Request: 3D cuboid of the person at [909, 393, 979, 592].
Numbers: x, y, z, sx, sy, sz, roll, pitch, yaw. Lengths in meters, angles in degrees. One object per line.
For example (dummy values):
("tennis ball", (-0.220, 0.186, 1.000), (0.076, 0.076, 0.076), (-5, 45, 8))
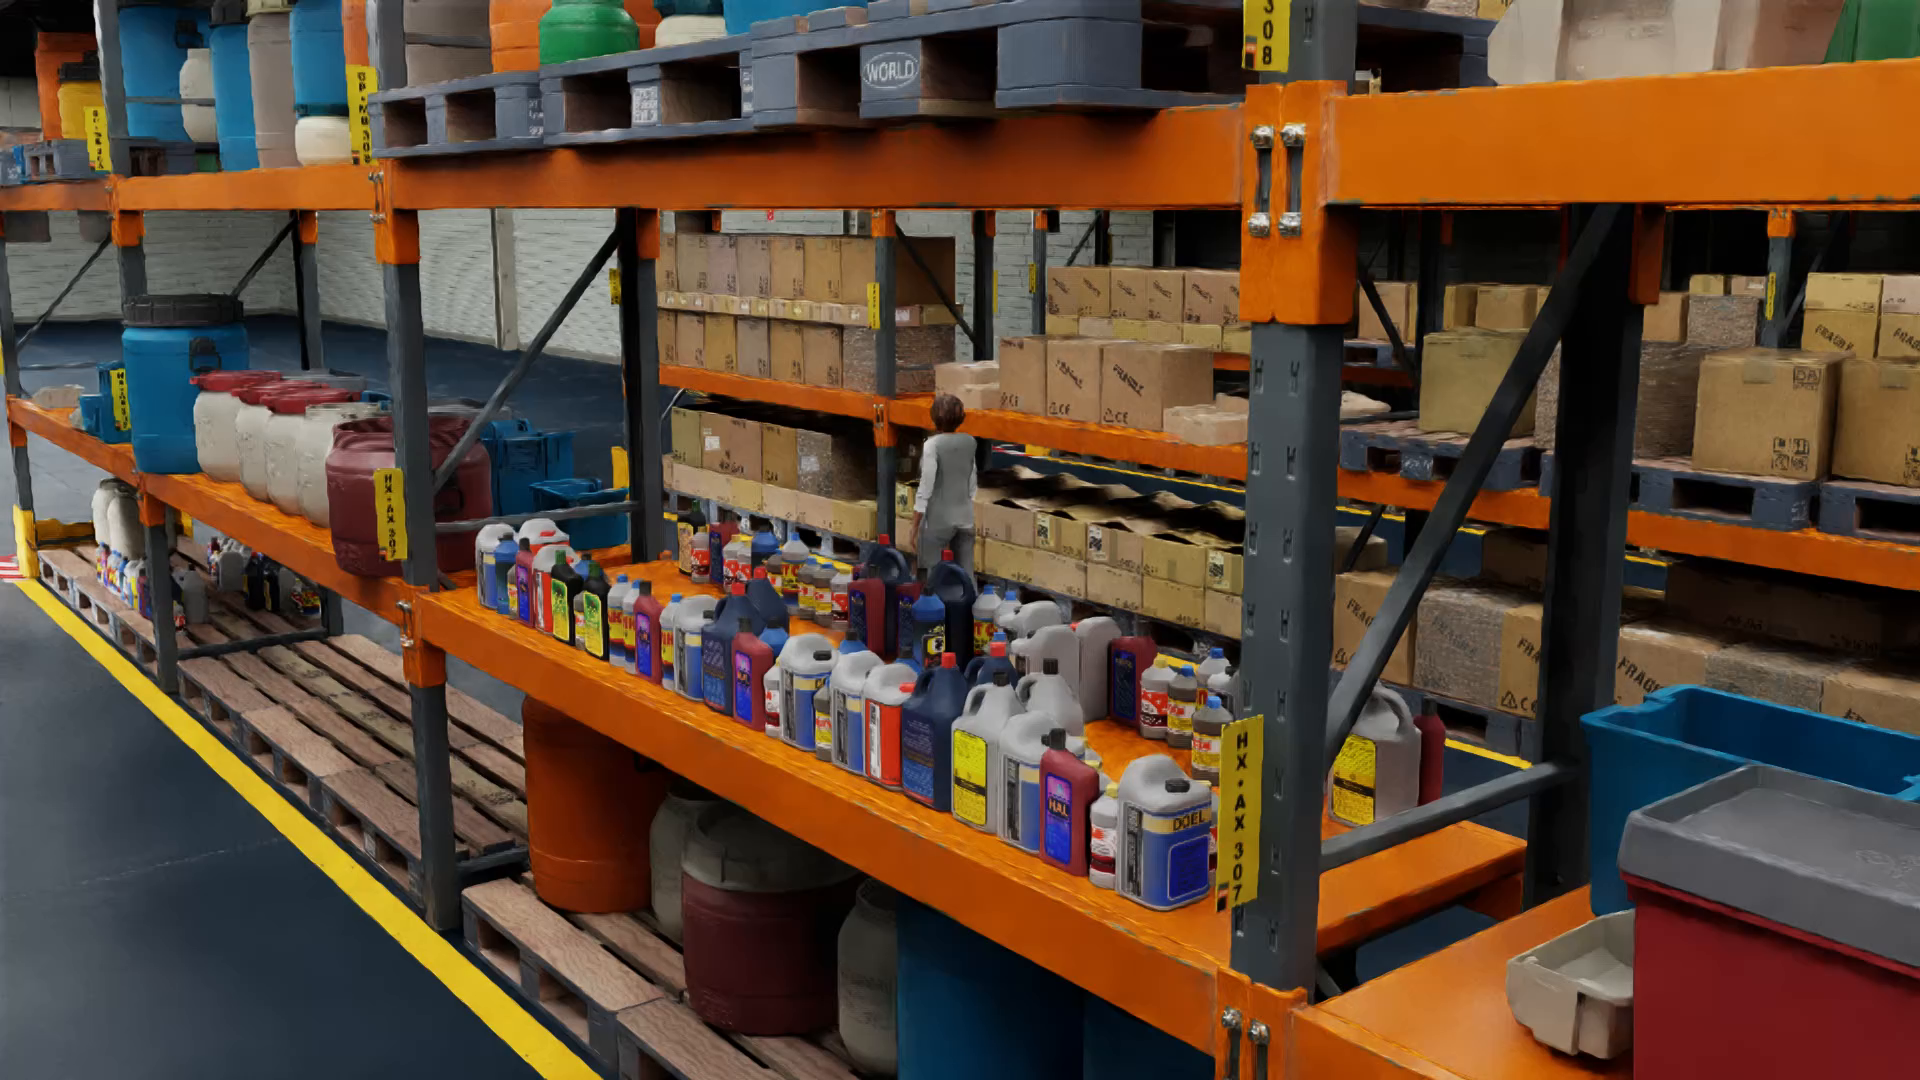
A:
("person", (-0.094, -0.060, 9.841), (0.445, 1.629, 0.348), (-8, 14, -36))
